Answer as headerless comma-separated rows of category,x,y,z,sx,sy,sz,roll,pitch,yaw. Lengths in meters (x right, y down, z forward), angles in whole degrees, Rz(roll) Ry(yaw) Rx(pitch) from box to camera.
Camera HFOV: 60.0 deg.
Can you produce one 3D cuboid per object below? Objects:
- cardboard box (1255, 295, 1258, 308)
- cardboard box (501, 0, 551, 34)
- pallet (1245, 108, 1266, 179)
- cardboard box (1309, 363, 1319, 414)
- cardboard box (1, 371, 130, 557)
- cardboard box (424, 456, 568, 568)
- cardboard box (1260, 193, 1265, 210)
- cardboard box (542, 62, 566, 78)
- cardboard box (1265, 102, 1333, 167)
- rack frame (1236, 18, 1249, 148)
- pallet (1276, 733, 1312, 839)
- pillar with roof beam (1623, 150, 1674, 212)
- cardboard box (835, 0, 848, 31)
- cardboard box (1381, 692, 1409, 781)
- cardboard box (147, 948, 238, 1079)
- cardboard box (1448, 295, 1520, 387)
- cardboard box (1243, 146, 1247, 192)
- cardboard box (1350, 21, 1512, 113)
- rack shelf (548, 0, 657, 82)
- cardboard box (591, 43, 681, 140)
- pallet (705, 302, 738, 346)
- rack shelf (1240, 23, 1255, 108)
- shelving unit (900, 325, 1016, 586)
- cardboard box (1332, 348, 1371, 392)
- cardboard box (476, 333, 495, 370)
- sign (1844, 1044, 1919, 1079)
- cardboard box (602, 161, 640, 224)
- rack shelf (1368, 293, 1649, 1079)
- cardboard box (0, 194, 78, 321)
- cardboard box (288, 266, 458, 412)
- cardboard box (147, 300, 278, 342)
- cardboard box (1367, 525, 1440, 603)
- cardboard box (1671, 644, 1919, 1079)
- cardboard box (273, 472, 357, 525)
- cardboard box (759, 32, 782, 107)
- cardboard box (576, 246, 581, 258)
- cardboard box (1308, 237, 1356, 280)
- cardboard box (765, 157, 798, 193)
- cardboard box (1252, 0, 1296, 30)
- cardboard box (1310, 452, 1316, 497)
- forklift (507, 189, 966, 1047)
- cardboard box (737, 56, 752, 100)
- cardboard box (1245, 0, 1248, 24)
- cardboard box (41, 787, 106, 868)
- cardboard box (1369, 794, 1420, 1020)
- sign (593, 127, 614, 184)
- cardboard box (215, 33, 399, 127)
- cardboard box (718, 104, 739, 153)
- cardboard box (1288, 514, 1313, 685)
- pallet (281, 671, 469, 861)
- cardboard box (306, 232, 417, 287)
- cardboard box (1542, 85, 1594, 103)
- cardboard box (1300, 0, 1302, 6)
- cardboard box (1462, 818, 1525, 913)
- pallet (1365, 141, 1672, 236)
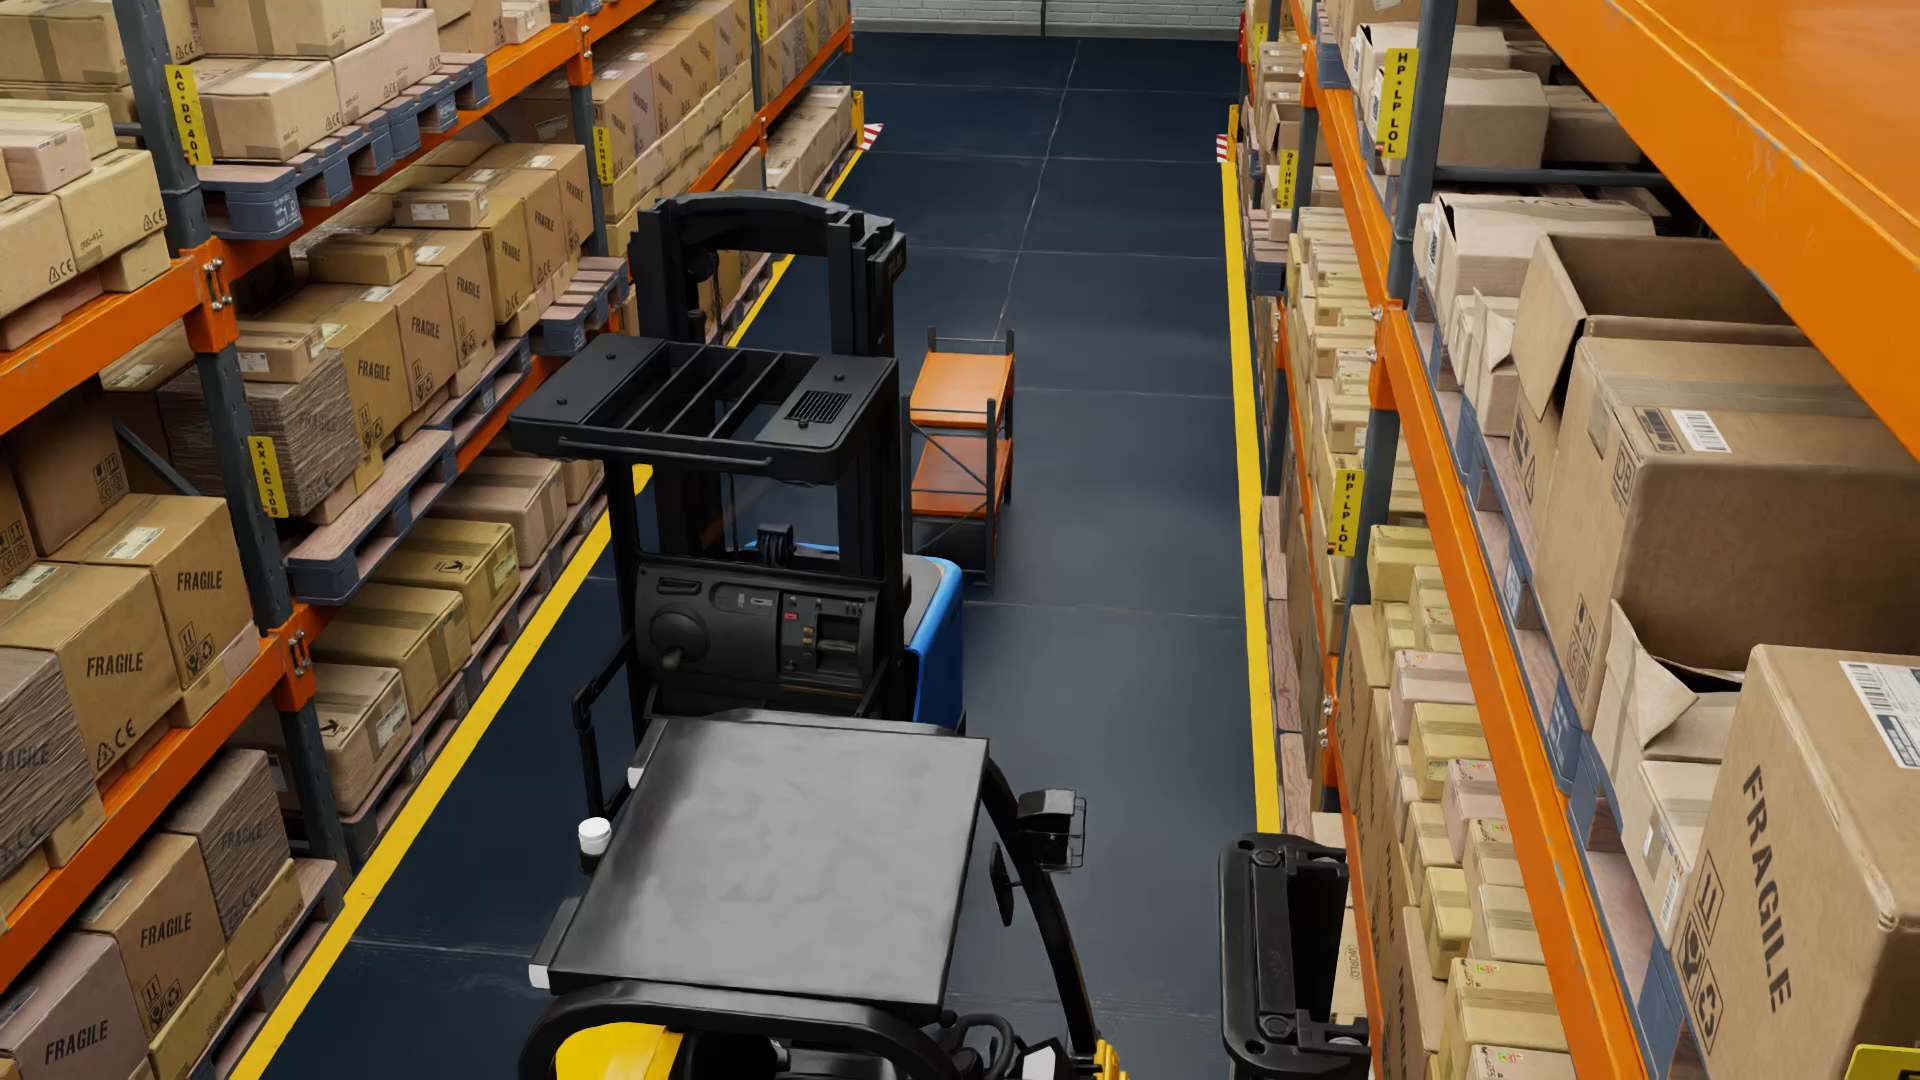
cardboard box,2.489,-1.974,12.444,0.500,0.500,0.500,3,28,6
cardboard box,-2.420,-2.808,8.903,0.380,0.149,0.250,3,28,6
pallet,2.621,-2.901,12.174,1.003,0.211,1.213,3,28,6
cardboard box,1.858,-0.709,7.534,0.500,0.250,0.500,4,29,7
cardboard box,-3.349,-0.297,5.665,0.700,0.500,0.500,3,28,6
cardboard box,-2.752,-0.174,9.238,0.950,0.372,0.625,3,28,5
cardboard box,2.519,-2.572,12.870,0.380,0.149,0.250,5,29,9
cardboard box,-2.731,-2.744,10.521,0.500,0.500,0.500,4,29,7
cardboard box,2.353,-2.482,10.642,0.797,0.503,0.637,3,28,5
rack frame,3.317,-5.238,16.310,1.000,3.000,0.127,3,28,6
pallet,1.898,1.289,7.135,1.003,0.211,1.213,3,28,6
pillar with roof beam,-1.201,-3.698,7.125,9.100,9.000,0.400,3,28,6
cardboard box,-1.406,-5.326,16.369,0.500,0.500,0.500,4,29,6
cardboard box,1.408,0.574,4.733,0.380,0.149,0.250,4,29,7
cardboard box,-2.941,1.695,5.898,0.500,0.250,0.500,3,28,5
cardboard box,1.396,-0.473,4.019,0.380,0.149,0.250,4,29,8
cardboard box,2.841,-3.397,15.085,0.500,0.500,0.500,4,29,7
cardboard box,1.788,-1.816,6.341,0.500,0.311,0.500,2,28,4
rack shelf,-2.345,-3.704,11.059,1.077,0.370,4.000,3,28,6
cardboard box,-2.157,-2.938,10.881,0.500,0.500,0.500,4,29,8
pallet,-2.267,-1.471,12.257,1.003,0.211,1.213,3,28,6
rack shelf,3.072,-3.980,14.733,1.077,0.370,4.000,3,28,6
shelving unit,0.001,-0.498,9.489,0.538,1.125,1.048,3,28,6
cardboard box,1.795,-0.696,7.090,0.380,0.149,0.250,4,29,7
cardboard box,-2.508,-0.931,8.138,0.380,0.149,0.250,2,28,5
sign,0.820,0.580,1.498,0.100,0.325,0.005,3,28,6
cardboard box,-2.283,-2.137,10.185,0.500,0.250,0.500,3,28,6
rack shelf,1.602,0.348,3.537,1.077,0.370,4.000,3,28,6
cardboard box,-2.928,-0.800,4.755,0.500,0.250,0.500,3,28,5
cardboard box,-2.603,-0.908,7.410,0.500,0.500,0.500,3,28,6
cardboard box,-3.192,-0.700,7.025,0.500,0.500,0.500,4,29,6
cardboard box,1.513,0.083,5.331,0.380,0.149,0.250,4,29,7
cardboard box,1.169,0.477,1.885,0.500,0.500,0.500,4,29,8
cardboard box,-2.699,-0.192,6.766,0.380,0.149,0.250,4,29,7
cardboard box,-1.782,-3.892,13.705,0.500,0.500,0.500,4,29,8
cardboard box,-2.397,-1.665,9.501,0.380,0.149,0.250,4,29,8
cardboard box,1.968,-1.421,8.435,0.380,0.149,0.250,4,29,8
cardboard box,-1.916,-2.988,14.392,0.875,0.438,0.875,3,28,5
cardboard box,2.811,-4.729,14.419,0.500,0.500,0.500,4,29,7
cardboard box,1.796,-0.245,7.200,0.500,0.250,0.500,4,29,7
forklift,-0.804,0.369,5.974,1.130,2.935,3.031,6,29,11
cardboard box,-1.913,-3.574,12.853,0.500,0.250,0.500,3,28,6
cardboard box,2.994,-5.105,15.908,0.500,0.250,0.500,4,29,6
cardboard box,-2.938,0.882,5.215,0.380,0.149,0.250,3,28,5
cardboard box,1.425,1.045,4.543,0.500,0.500,0.500,3,28,6
sign,-2.050,-2.207,9.546,0.100,0.325,0.005,3,28,6
cardboard box,-2.549,-1.806,6.493,0.500,0.250,0.500,3,28,6
cardboard box,-1.968,-3.110,12.519,0.500,0.250,0.500,3,28,5
cardboard box,2.092,0.306,8.080,0.875,0.625,0.625,2,28,4
pallet,-2.986,0.985,7.699,1.003,0.211,1.213,3,28,6
cardboard box,-2.641,-1.240,7.343,0.380,0.149,0.250,5,29,9
cardboard box,2.057,-1.541,6.003,0.380,0.149,0.250,3,28,6
cardboard box,2.220,-3.219,9.558,0.500,0.250,0.500,3,29,6
cardboard box,1.421,0.812,3.977,0.380,0.149,0.250,3,29,6
pallet,1.942,-1.242,5.931,0.805,0.209,1.217,2,28,4
